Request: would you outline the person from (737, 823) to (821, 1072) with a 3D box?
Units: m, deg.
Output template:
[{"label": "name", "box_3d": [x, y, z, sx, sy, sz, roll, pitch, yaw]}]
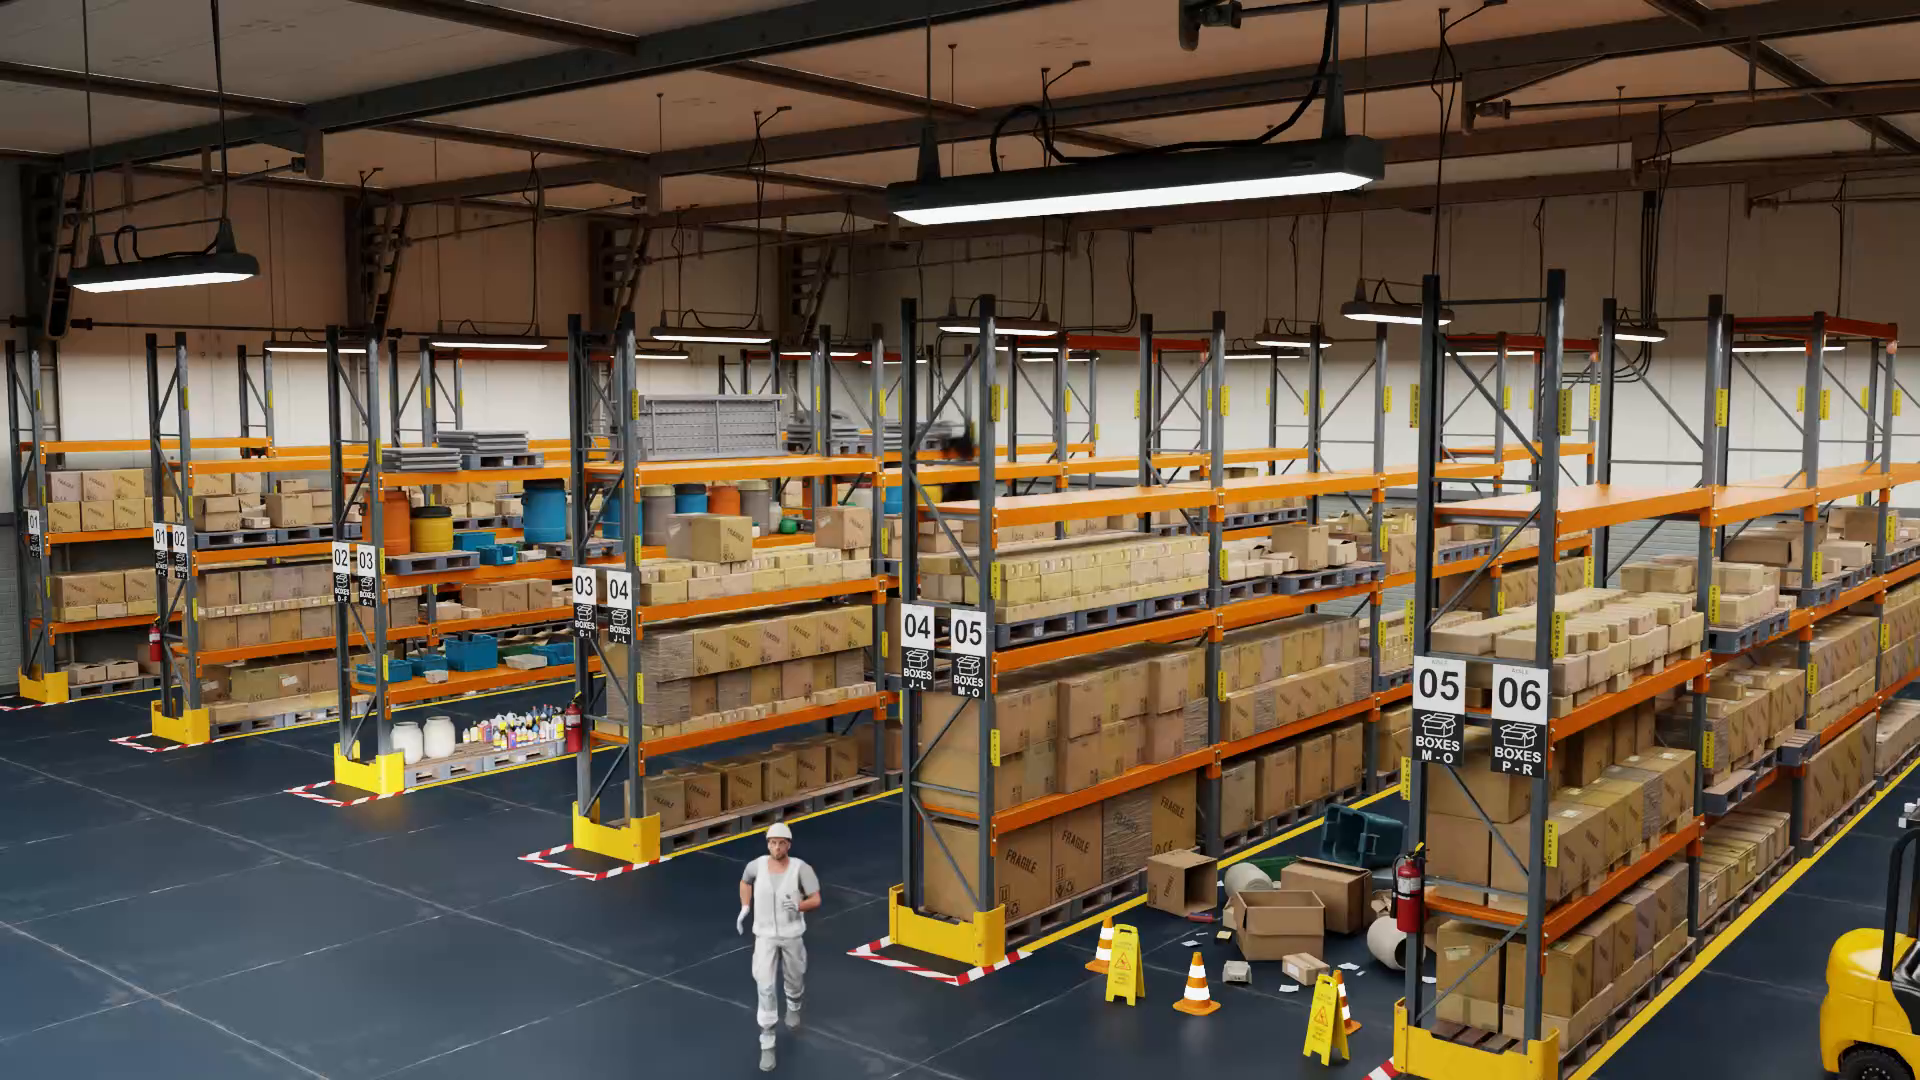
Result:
[{"label": "person", "box_3d": [-1.405, 3.081, 12.931, 0.659, 1.781, 0.990, 0, 5, -2]}]
